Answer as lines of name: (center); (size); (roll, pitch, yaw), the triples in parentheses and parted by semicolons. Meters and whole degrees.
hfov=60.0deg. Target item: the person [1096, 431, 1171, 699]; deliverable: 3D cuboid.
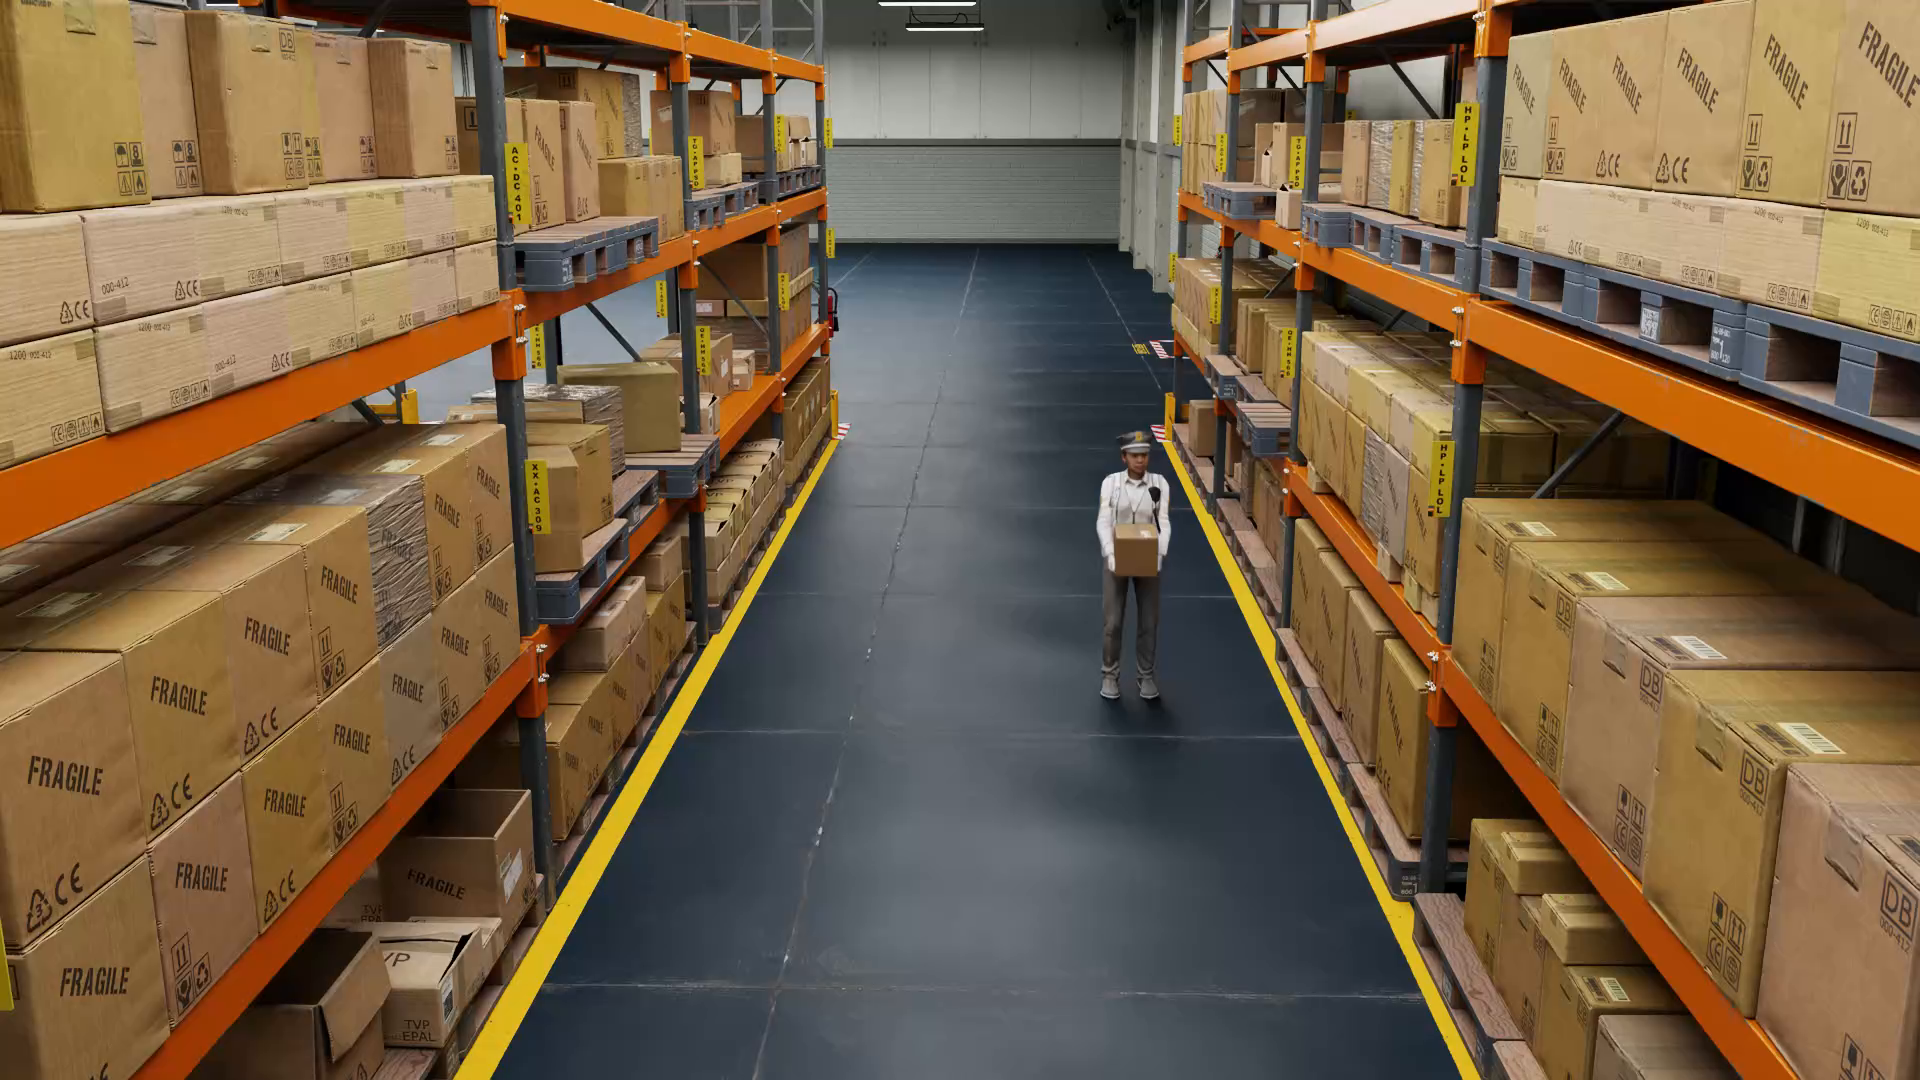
person: (1.070, 0.166, 10.292); (0.457, 1.691, 0.528); (0, 14, 1)
